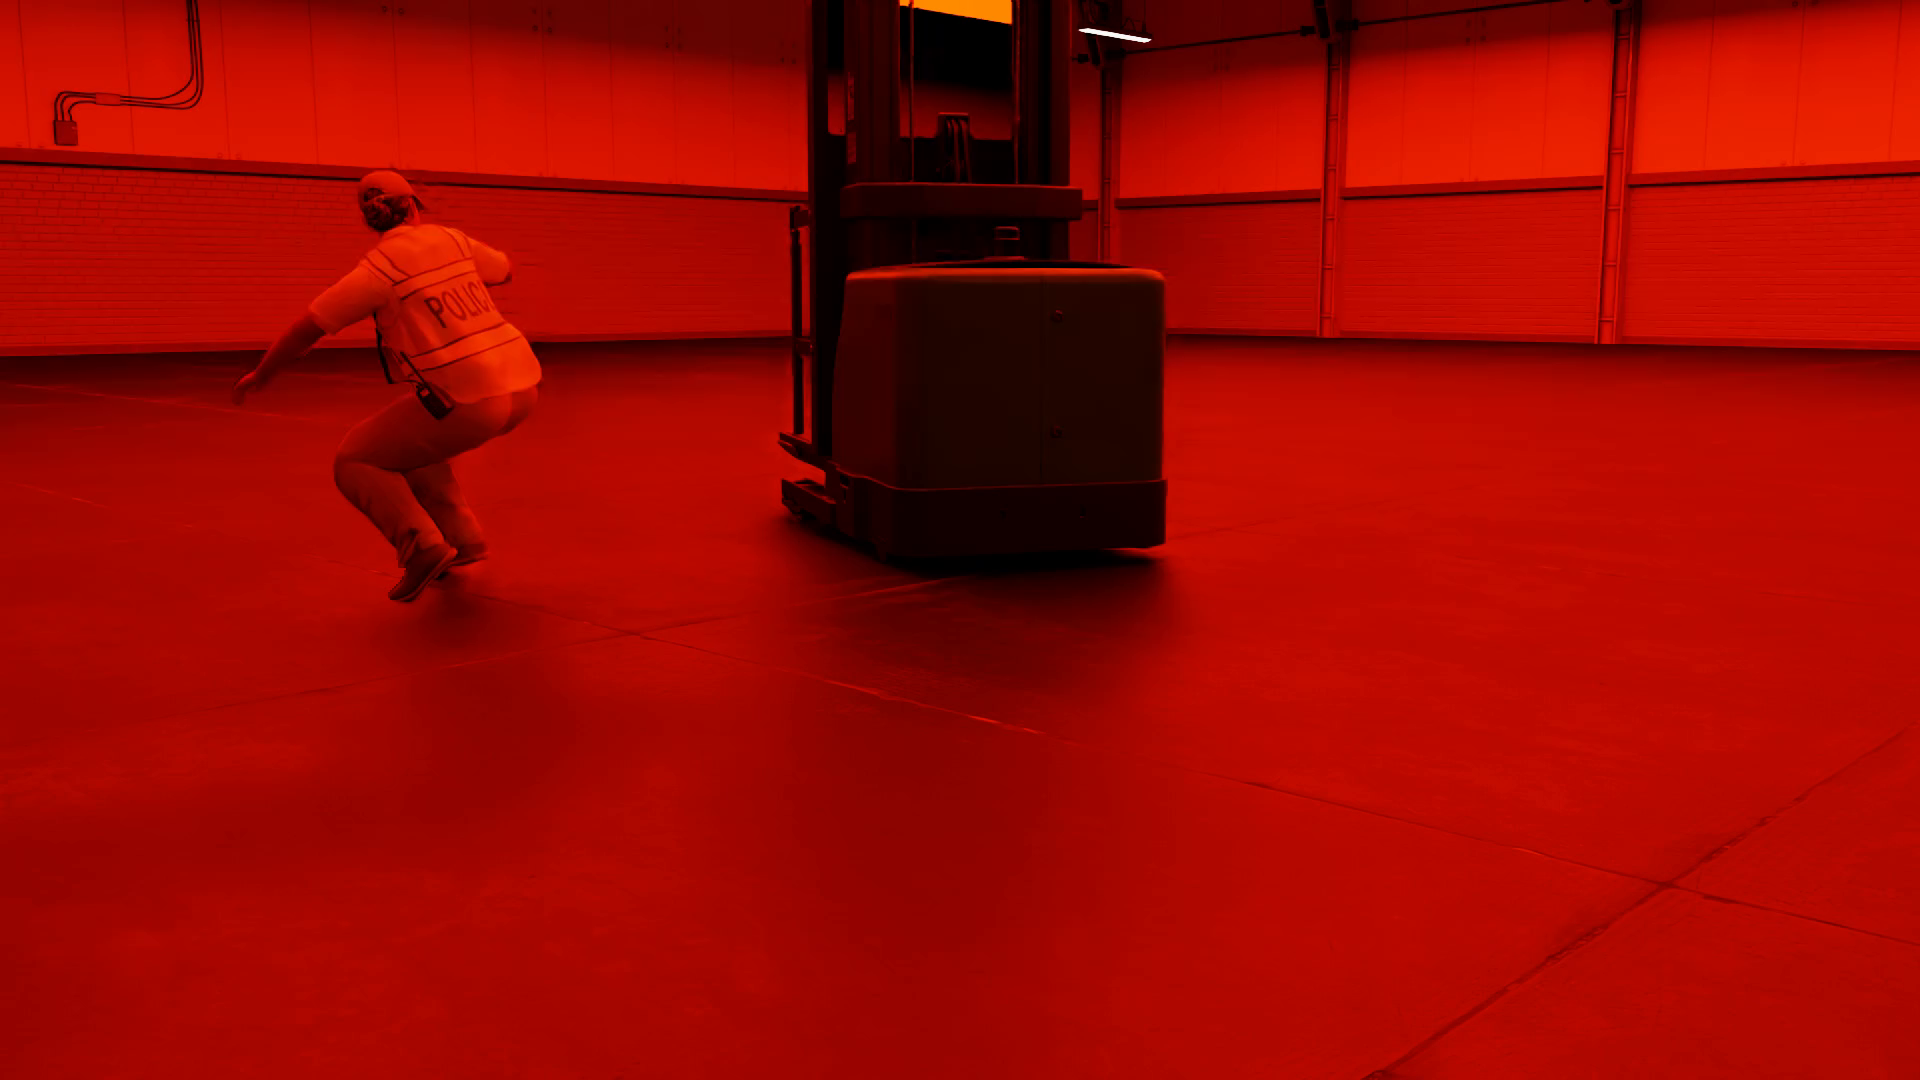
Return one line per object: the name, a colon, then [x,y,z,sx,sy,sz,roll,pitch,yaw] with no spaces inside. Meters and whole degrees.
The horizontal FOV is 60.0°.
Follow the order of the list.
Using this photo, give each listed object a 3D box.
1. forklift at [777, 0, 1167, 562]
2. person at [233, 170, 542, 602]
forklift: [-0.169,-1.550,7.169,1.130,2.935,3.031,-3,9,-17]
person: [-1.861,-0.519,5.597,0.909,1.412,0.739,3,9,19]
